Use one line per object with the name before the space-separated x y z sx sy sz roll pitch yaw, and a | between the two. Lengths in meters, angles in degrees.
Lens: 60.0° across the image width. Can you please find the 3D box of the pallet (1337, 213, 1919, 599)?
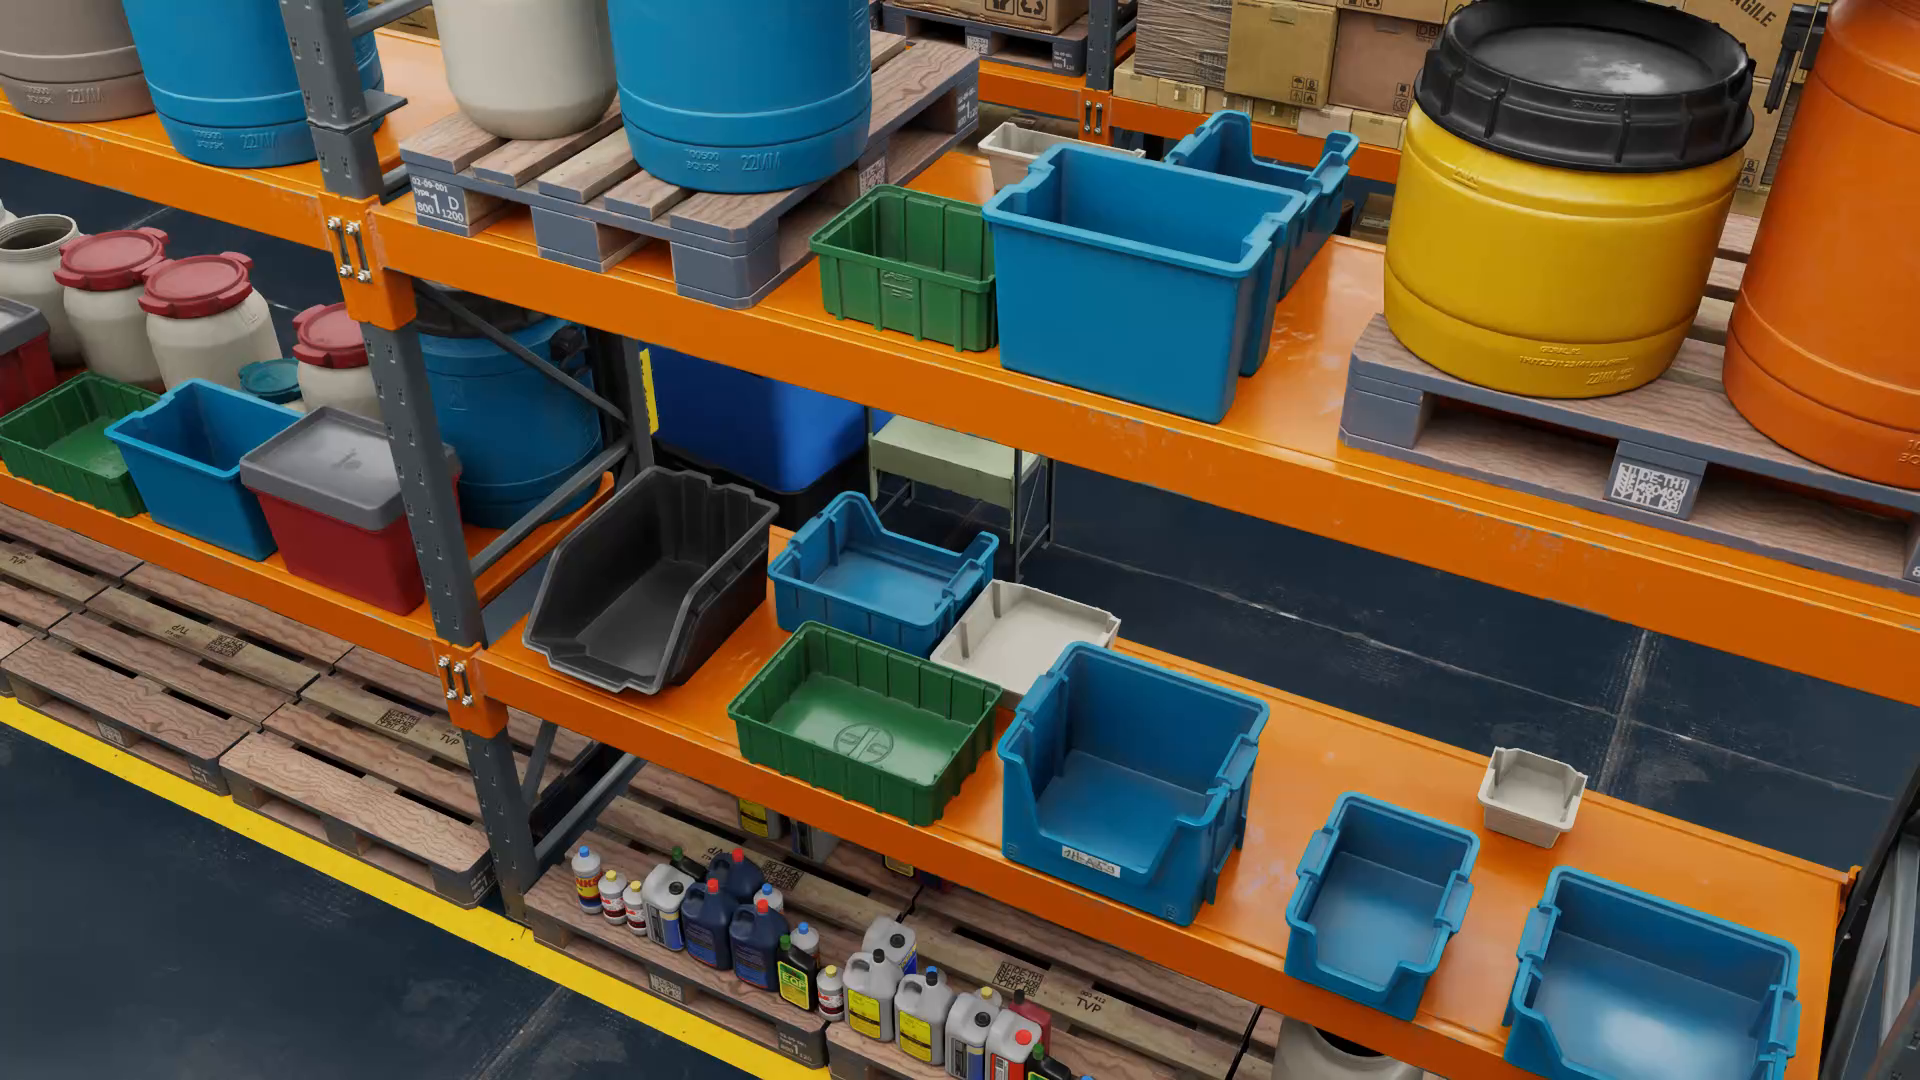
pallet | 1.520 -0.381 3.446 1.213 0.211 1.003 17 41 21

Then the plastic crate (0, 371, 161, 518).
plastic crate | -3.019 -0.339 5.891 0.662 0.188 0.450 17 41 21

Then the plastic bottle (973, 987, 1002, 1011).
plastic bottle | 0.083 1.490 5.257 0.097 0.201 0.097 0 37 0

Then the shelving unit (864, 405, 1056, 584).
shelving unit | 0.006 -0.596 7.294 0.755 1.500 0.431 17 41 21

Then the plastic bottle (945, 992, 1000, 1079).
plastic bottle | 0.042 1.532 5.140 0.135 0.276 0.152 16 40 20

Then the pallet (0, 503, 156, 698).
pallet | -4.224 0.144 7.386 1.213 0.211 1.003 17 41 21

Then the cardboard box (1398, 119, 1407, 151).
cardboard box | 2.326 -2.019 8.137 0.250 0.149 0.380 17 41 21

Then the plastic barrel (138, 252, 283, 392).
plastic barrel | -2.743 -0.733 6.122 0.433 0.535 0.433 0 37 0

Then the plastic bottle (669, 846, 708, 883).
plastic bottle | -0.913 1.157 5.627 0.133 0.283 0.061 17 41 21

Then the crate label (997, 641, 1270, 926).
crate label | 0.451 0.640 4.396 0.616 0.435 0.502 17 41 21

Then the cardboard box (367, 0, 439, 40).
cardboard box | -3.220 -3.386 11.140 0.875 0.875 1.225 16 40 19

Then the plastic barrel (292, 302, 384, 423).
plastic barrel | -2.091 -0.529 5.854 0.433 0.535 0.433 0 37 0

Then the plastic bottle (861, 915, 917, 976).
plastic bottle | -0.226 1.350 5.380 0.135 0.276 0.152 17 41 21

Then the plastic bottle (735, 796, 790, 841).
plastic bottle | -0.704 0.891 5.923 0.185 0.351 0.144 17 41 21

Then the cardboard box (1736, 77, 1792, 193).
cardboard box | 3.512 -2.039 7.626 0.500 0.500 0.875 17 41 21

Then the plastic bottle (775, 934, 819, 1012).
plastic bottle | -0.522 1.384 5.329 0.133 0.283 0.061 19 41 23

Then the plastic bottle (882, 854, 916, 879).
plastic bottle | -0.205 1.045 5.775 0.133 0.283 0.061 17 41 21

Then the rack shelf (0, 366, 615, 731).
rack shelf | -3.119 -0.361 6.339 4.000 0.370 1.077 17 41 21

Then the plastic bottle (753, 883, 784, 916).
plastic bottle | -0.632 1.243 5.524 0.097 0.271 0.097 0 37 0

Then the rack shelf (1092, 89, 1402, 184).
rack shelf | 2.711 -1.908 8.377 4.000 0.370 1.077 17 41 21

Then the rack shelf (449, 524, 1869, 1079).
rack shelf | 0.433 0.752 4.874 4.000 0.370 1.077 17 41 21

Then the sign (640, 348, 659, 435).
sign | -1.080 -0.494 5.690 0.005 0.325 0.100 17 41 21

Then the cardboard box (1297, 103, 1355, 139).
cardboard box | 1.868 -2.142 8.298 0.250 0.149 0.380 17 41 21

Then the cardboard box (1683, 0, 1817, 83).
cardboard box | 3.438 -2.351 7.210 0.500 0.500 0.500 17 41 21

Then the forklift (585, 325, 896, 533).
forklift | -1.681 -1.889 7.815 3.031 2.935 1.130 23 43 27

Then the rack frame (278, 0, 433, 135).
rack frame | -1.343 -2.481 3.575 0.127 3.000 1.000 17 41 21

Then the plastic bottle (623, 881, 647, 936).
plastic bottle | -1.081 1.229 5.601 0.097 0.201 0.097 0 37 0

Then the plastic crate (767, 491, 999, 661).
plastic crate | -0.235 0.130 5.221 0.616 0.251 0.499 17 41 21

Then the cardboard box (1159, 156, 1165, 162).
cardboard box | 1.272 -1.789 9.346 0.500 0.500 0.500 16 40 20

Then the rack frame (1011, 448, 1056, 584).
rack frame | 0.331 -0.494 7.160 0.023 1.500 0.400 17 41 21

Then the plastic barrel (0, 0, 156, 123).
plastic barrel | -2.475 -1.692 4.603 0.600 0.901 0.600 0 37 0

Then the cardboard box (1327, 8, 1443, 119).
cardboard box | 2.224 -2.507 8.244 0.500 0.500 0.875 17 41 21

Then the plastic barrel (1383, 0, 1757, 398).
plastic barrel | 1.139 -0.665 3.161 0.600 0.588 0.600 0 37 0

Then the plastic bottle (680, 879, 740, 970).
plastic bottle | -0.817 1.236 5.468 0.185 0.351 0.144 18 41 23

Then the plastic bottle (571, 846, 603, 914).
plastic bottle | -1.261 1.144 5.654 0.097 0.271 0.097 0 37 0

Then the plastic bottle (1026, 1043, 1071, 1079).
plastic bottle | 0.265 1.630 5.005 0.133 0.283 0.061 18 41 23

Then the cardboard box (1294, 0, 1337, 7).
cardboard box | 1.663 -2.907 7.943 0.500 0.500 0.500 17 41 21

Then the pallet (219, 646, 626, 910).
pallet | -2.058 0.822 6.492 1.213 0.211 1.003 17 41 21

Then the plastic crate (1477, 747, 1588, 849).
plastic crate | 1.563 0.705 4.559 0.250 0.136 0.298 17 41 21

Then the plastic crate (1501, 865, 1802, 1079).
plastic crate | 1.627 1.102 3.941 0.616 0.251 0.499 17 41 21

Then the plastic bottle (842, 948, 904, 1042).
plastic bottle | -0.272 1.407 5.243 0.185 0.351 0.144 17 40 21

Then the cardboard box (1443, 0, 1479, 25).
cardboard box | 2.555 -2.635 7.584 0.500 0.500 0.500 17 41 21

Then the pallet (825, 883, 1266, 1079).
pallet | 0.322 1.567 5.511 1.213 0.211 1.003 17 41 21

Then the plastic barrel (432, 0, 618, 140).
plastic barrel | -1.051 -1.272 4.025 0.421 0.512 0.421 0 37 0

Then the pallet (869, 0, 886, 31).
pallet | -0.840 -3.258 9.719 1.213 0.211 1.003 17 41 21

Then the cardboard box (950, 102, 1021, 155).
cardboard box | -0.015 -2.255 9.943 0.500 0.500 0.700 17 40 21

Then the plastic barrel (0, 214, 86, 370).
plastic barrel | -3.509 -0.959 6.440 0.421 0.512 0.421 0 37 0

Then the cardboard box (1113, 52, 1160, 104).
cardboard box | 0.988 -2.429 8.677 0.250 0.149 0.380 17 41 21

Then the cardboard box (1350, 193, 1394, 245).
cardboard box | 2.371 -1.504 8.970 0.500 0.500 0.500 14 39 18

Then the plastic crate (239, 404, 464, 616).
plastic crate | -1.913 -0.087 5.331 0.583 0.464 0.402 17 41 21

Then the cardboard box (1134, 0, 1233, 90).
cardboard box | 1.306 -2.750 8.564 0.500 0.500 0.875 17 41 21

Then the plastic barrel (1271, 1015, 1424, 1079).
plastic barrel | 1.145 1.563 4.920 0.421 0.512 0.421 0 37 0

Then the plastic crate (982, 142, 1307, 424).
plastic crate | 0.378 -0.536 3.507 0.575 0.384 0.392 17 41 21

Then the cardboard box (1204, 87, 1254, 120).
cardboard box | 1.439 -2.298 8.504 0.250 0.149 0.380 17 41 21

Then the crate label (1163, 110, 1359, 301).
crate label | 0.699 -0.812 3.981 0.408 0.251 0.502 17 41 21
